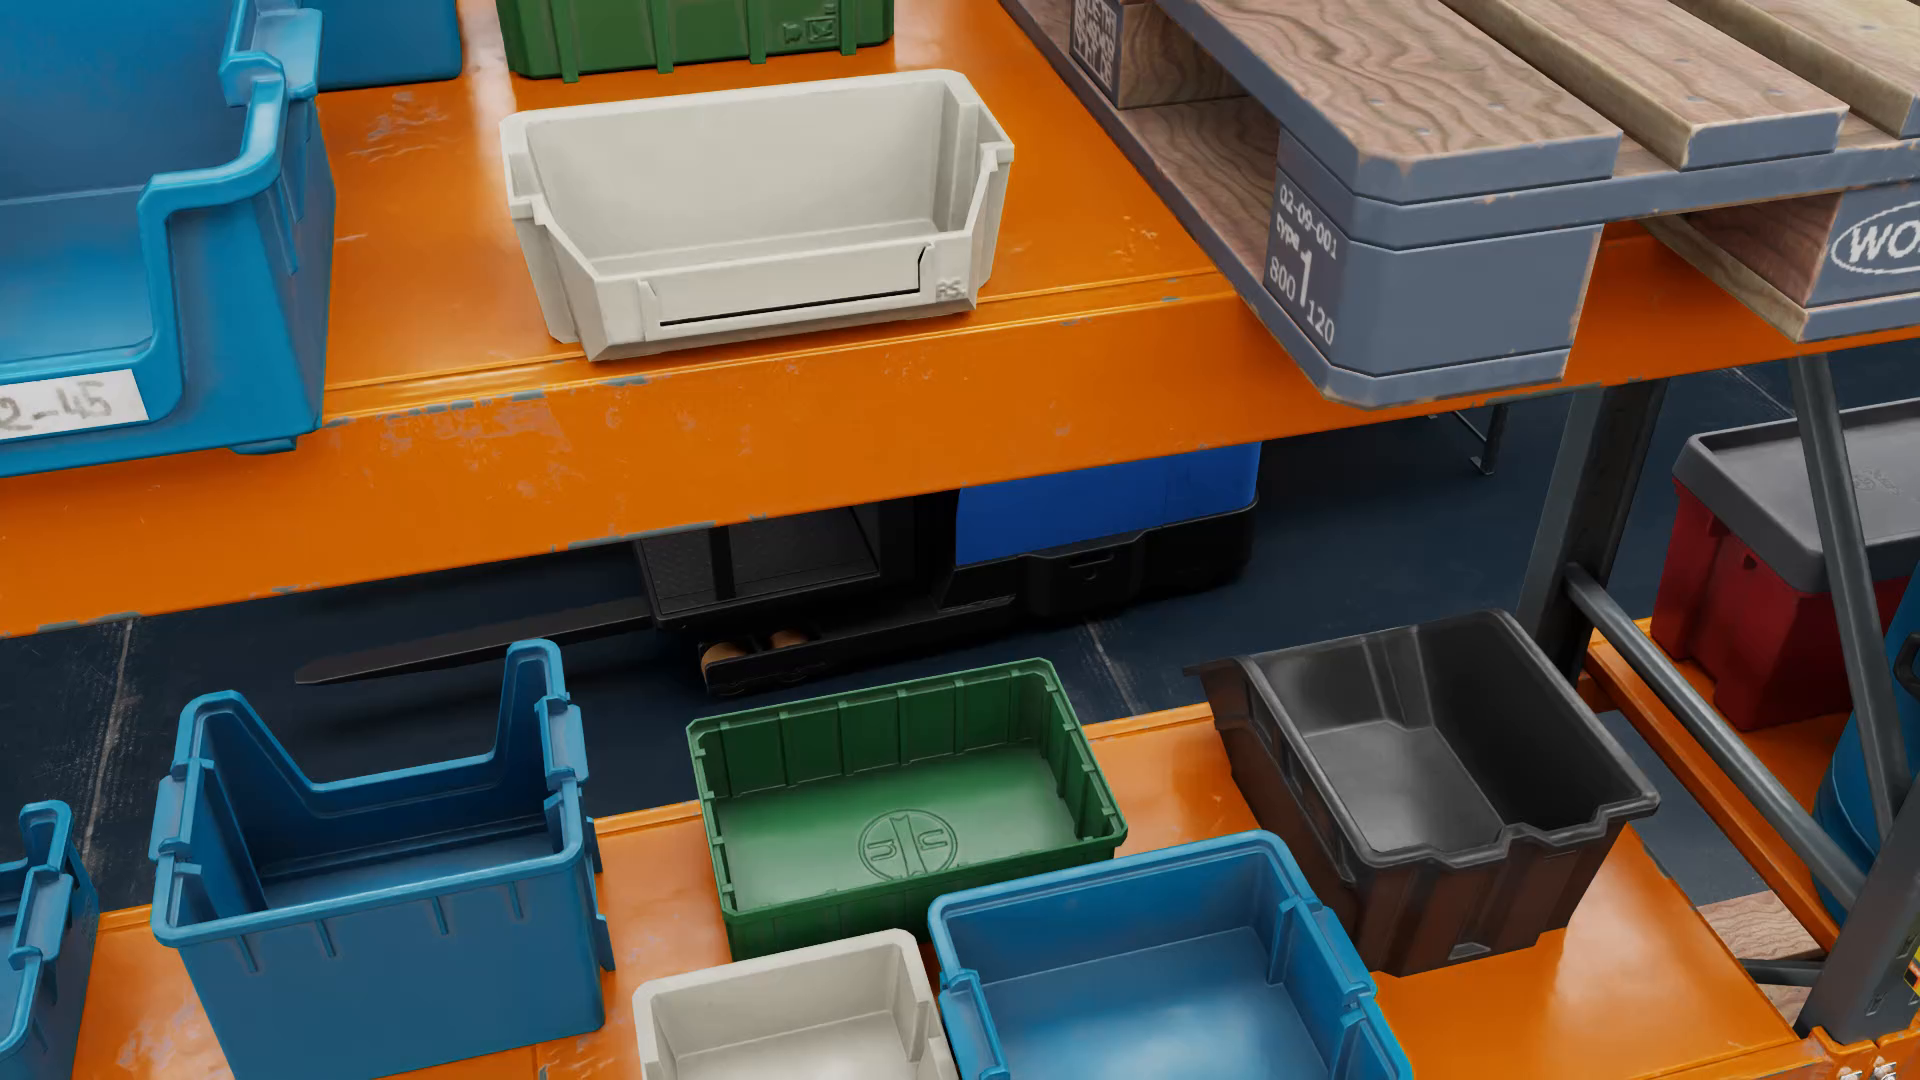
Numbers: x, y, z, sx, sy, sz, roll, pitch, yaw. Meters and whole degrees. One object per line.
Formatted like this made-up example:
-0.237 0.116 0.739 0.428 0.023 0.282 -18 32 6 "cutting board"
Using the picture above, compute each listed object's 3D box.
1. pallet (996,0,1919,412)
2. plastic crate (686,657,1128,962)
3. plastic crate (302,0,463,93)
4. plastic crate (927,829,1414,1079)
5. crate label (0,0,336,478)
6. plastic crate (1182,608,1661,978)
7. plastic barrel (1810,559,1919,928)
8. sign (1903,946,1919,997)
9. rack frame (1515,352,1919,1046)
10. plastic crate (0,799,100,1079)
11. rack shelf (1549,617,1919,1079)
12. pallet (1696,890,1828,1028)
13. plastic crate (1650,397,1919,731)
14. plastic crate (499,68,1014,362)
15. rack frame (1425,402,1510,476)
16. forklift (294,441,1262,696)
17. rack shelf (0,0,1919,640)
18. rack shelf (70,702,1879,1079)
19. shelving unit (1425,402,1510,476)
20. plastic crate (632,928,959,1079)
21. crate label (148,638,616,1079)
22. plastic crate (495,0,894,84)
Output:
0.612 -0.609 1.765 1.003 0.211 1.213 -9 38 -12 "pallet"
-0.101 0.469 2.843 0.662 0.188 0.450 -9 38 -12 "plastic crate"
-0.816 -0.695 1.734 0.575 0.384 0.392 -9 38 -12 "plastic crate"
0.286 0.729 2.451 0.616 0.251 0.499 -9 38 -12 "plastic crate"
-0.685 -0.266 1.283 0.408 0.251 0.502 -9 38 -12 "crate label"
0.745 0.368 2.851 0.504 0.338 0.767 -9 38 -12 "plastic crate"
1.735 0.253 2.538 0.708 0.901 0.600 -9 38 -12 "plastic barrel"
1.416 0.550 2.335 0.005 0.325 0.100 -9 38 -12 "sign"
1.283 0.335 2.843 0.127 3.000 1.000 -9 38 -12 "rack frame"
-1.545 0.674 2.523 0.408 0.251 0.499 -9 38 -12 "plastic crate"
3.214 0.304 3.476 4.000 0.370 1.077 -9 38 -12 "rack shelf"
2.031 1.296 3.882 1.213 0.211 1.003 -9 38 -12 "pallet"
1.671 0.054 3.158 0.583 0.464 0.402 -9 38 -12 "plastic crate"
-0.161 -0.260 1.369 0.396 0.136 0.243 -9 38 -12 "plastic crate"
1.852 -0.976 5.791 0.032 1.500 0.500 -11 39 -14 "rack frame"
-0.598 -1.046 4.705 3.031 2.935 1.130 -11 39 -14 "forklift"
-0.648 -0.254 1.736 4.000 0.370 1.077 -9 38 -12 "rack shelf"
-0.648 0.938 2.647 4.000 0.370 1.077 -9 38 -12 "rack shelf"
1.368 -0.880 5.666 1.048 1.500 0.538 -11 39 -14 "shelving unit"
-0.218 0.846 2.393 0.437 0.136 0.530 -9 38 -12 "plastic crate"
-0.872 0.505 2.592 0.616 0.435 0.502 -9 38 -12 "crate label"
-0.311 -0.682 1.878 0.450 0.188 0.336 -9 38 -12 "plastic crate"
